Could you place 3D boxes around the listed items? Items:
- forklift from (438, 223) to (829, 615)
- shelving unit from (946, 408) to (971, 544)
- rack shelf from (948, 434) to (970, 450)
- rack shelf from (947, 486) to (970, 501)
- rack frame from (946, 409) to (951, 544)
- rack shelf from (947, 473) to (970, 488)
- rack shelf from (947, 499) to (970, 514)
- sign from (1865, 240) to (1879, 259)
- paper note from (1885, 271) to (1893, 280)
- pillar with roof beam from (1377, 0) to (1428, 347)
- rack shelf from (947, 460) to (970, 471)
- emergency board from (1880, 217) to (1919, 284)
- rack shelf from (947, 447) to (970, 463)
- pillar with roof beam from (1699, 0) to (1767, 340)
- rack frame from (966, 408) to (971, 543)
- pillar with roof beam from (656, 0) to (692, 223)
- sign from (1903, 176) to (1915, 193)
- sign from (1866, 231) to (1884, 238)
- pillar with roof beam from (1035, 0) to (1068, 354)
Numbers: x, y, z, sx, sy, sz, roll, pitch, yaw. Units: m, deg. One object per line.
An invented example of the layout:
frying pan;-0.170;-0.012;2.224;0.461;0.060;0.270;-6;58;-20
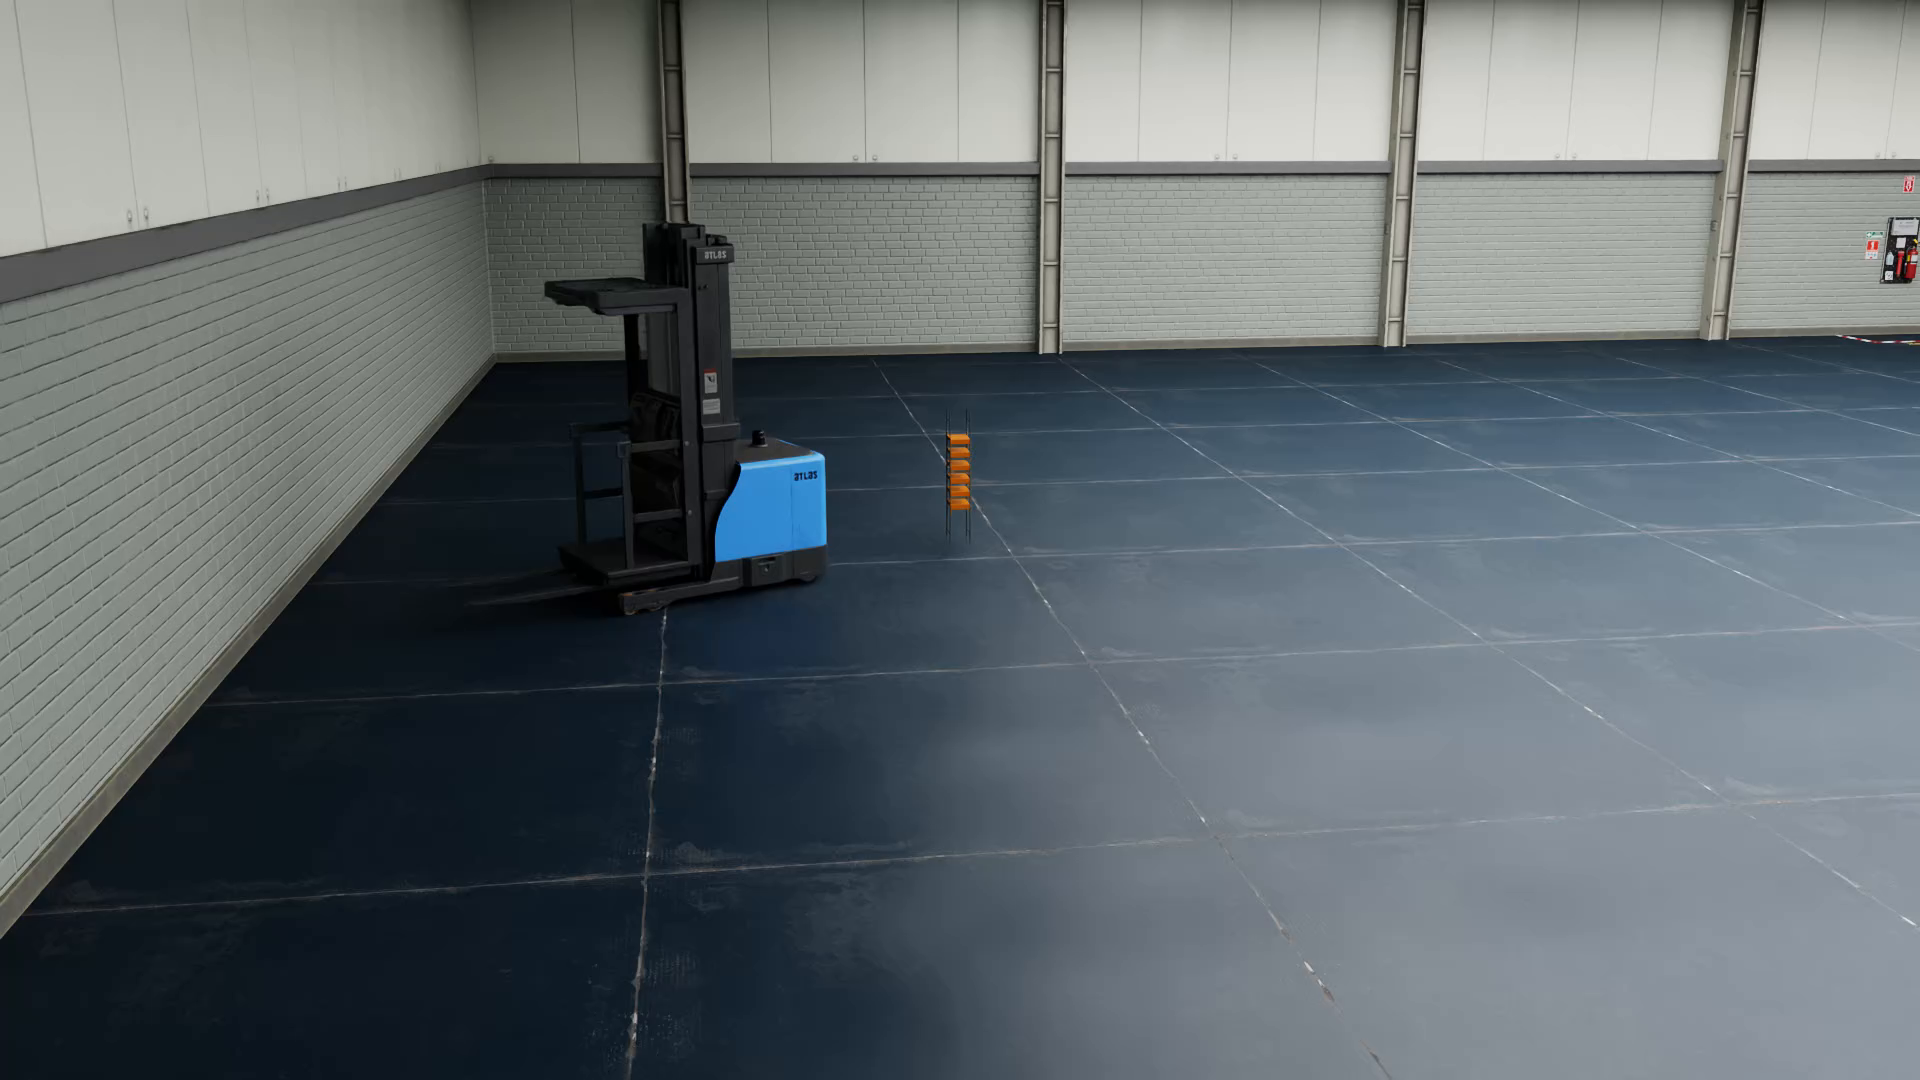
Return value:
forklift;-2.610;-0.987;13.159;3.031;2.935;1.130;-9;17;-32
shelving unit;-0.014;-0.581;15.102;0.189;1.200;0.258;-2;14;-8
rack shelf;-0.014;-0.888;15.025;0.180;0.103;0.258;-2;14;-8
rack shelf;-0.014;-0.422;15.142;0.180;0.103;0.258;-2;14;-8
rack frame;-0.105;-0.578;15.089;0.006;1.200;0.240;-2;14;-8
rack shelf;-0.014;-0.538;15.113;0.180;0.103;0.258;-2;14;-8
rack shelf;-0.014;-0.306;15.171;0.180;0.103;0.258;-2;14;-8
sign;16.268;-5.177;29.654;0.234;0.329;0.001;-2;14;-8
paper note;16.645;-4.738;29.787;0.142;0.148;0.016;-2;14;-8
pillar with roof beam;8.055;-6.675;23.367;0.400;9.000;9.100;-2;14;-8
rack shelf;-0.014;-0.655;15.084;0.180;0.103;0.258;-2;14;-8
emergency board;16.831;-5.155;29.639;0.643;1.169;0.194;-2;14;-8
rack shelf;-0.014;-0.771;15.054;0.180;0.103;0.258;-2;14;-8
pillar with roof beam;13.988;-6.892;24.234;0.400;9.000;9.100;-2;14;-8
rack frame;0.076;-0.585;15.115;0.006;1.200;0.240;-2;14;-8
pillar with roof beam;-3.811;-6.240;21.633;0.400;9.000;9.100;-2;14;-8
sign;16.808;-6.303;29.452;0.199;0.298;0.001;-2;14;-8
sign;16.274;-5.432;29.582;0.331;0.109;0.001;-2;14;-8
pillar with roof beam;2.122;-6.458;22.500;0.400;9.000;9.100;-2;14;-8
